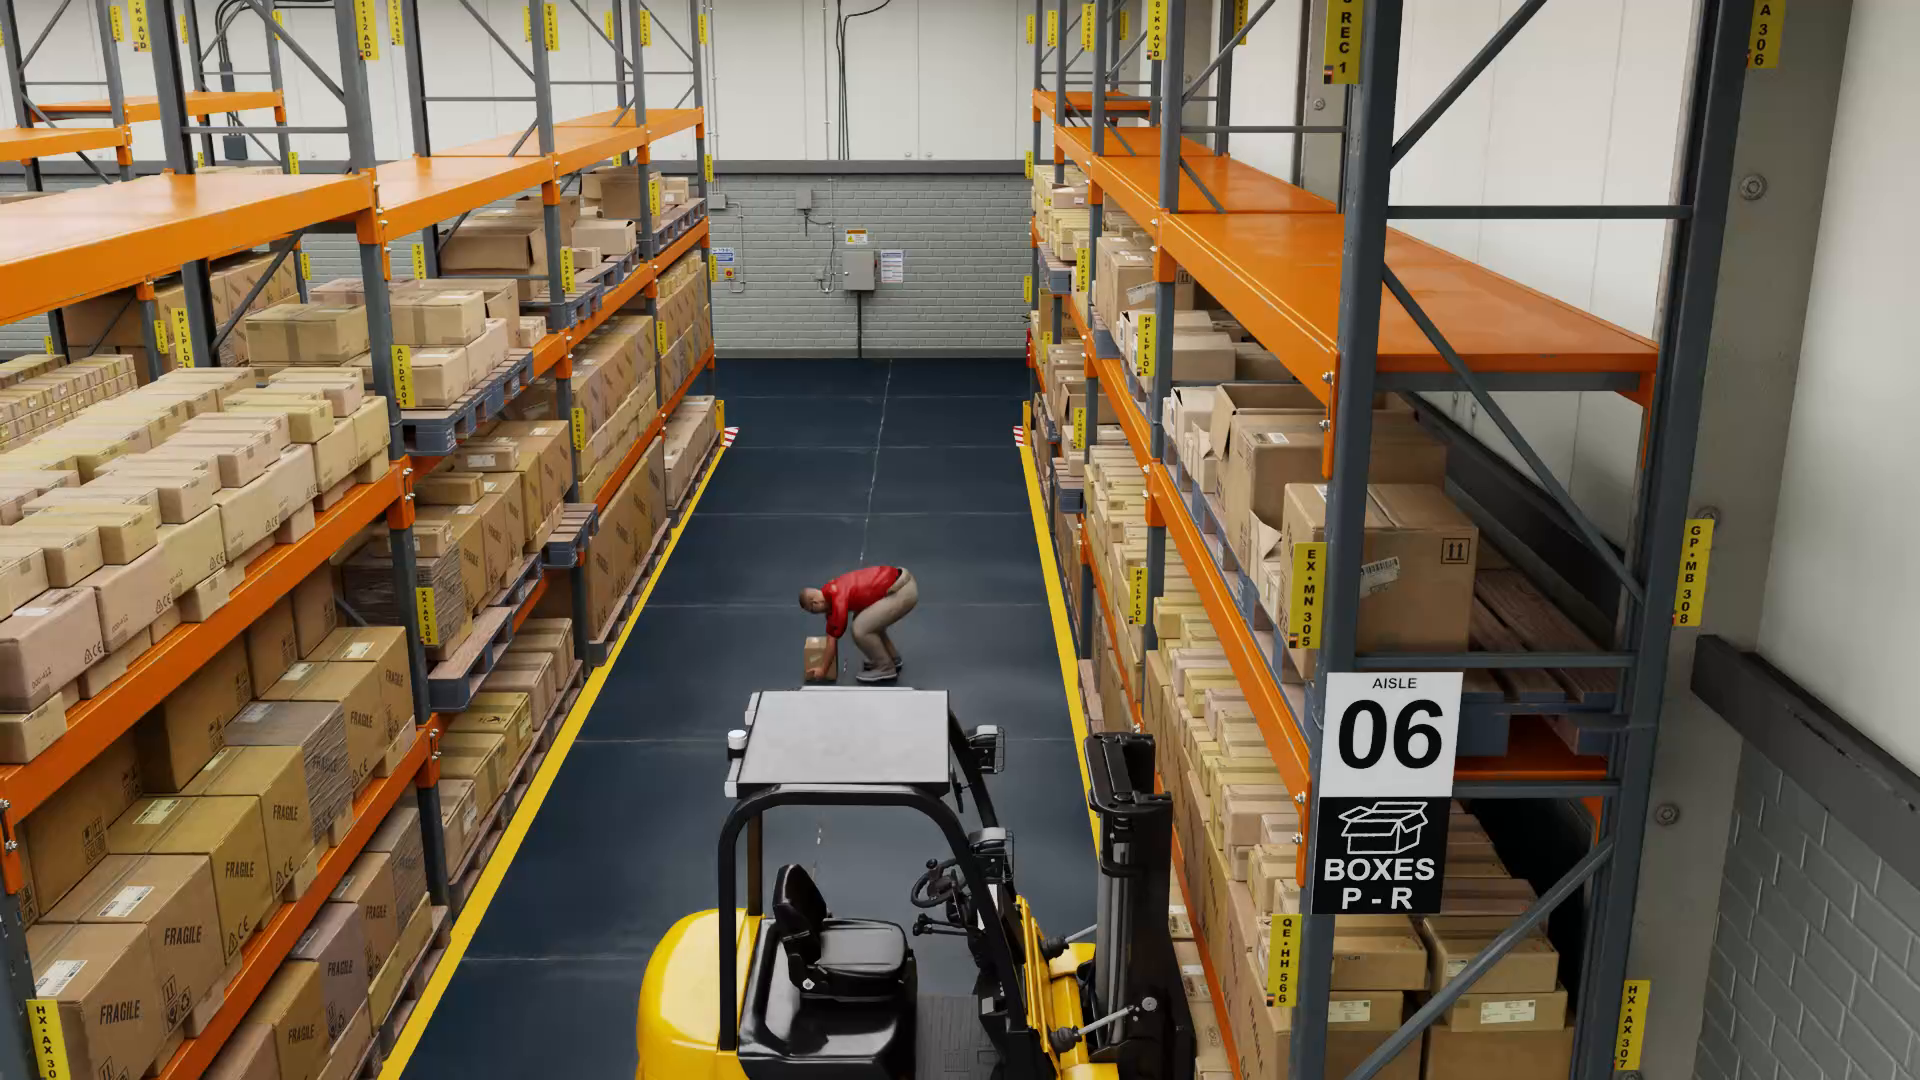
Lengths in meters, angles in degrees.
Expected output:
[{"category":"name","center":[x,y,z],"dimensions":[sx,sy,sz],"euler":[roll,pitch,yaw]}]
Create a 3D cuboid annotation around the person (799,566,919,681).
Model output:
[{"category":"person","center":[-0.806,0.658,13.350],"dimensions":[0.956,0.894,0.527],"euler":[-1,17,-3]}]
